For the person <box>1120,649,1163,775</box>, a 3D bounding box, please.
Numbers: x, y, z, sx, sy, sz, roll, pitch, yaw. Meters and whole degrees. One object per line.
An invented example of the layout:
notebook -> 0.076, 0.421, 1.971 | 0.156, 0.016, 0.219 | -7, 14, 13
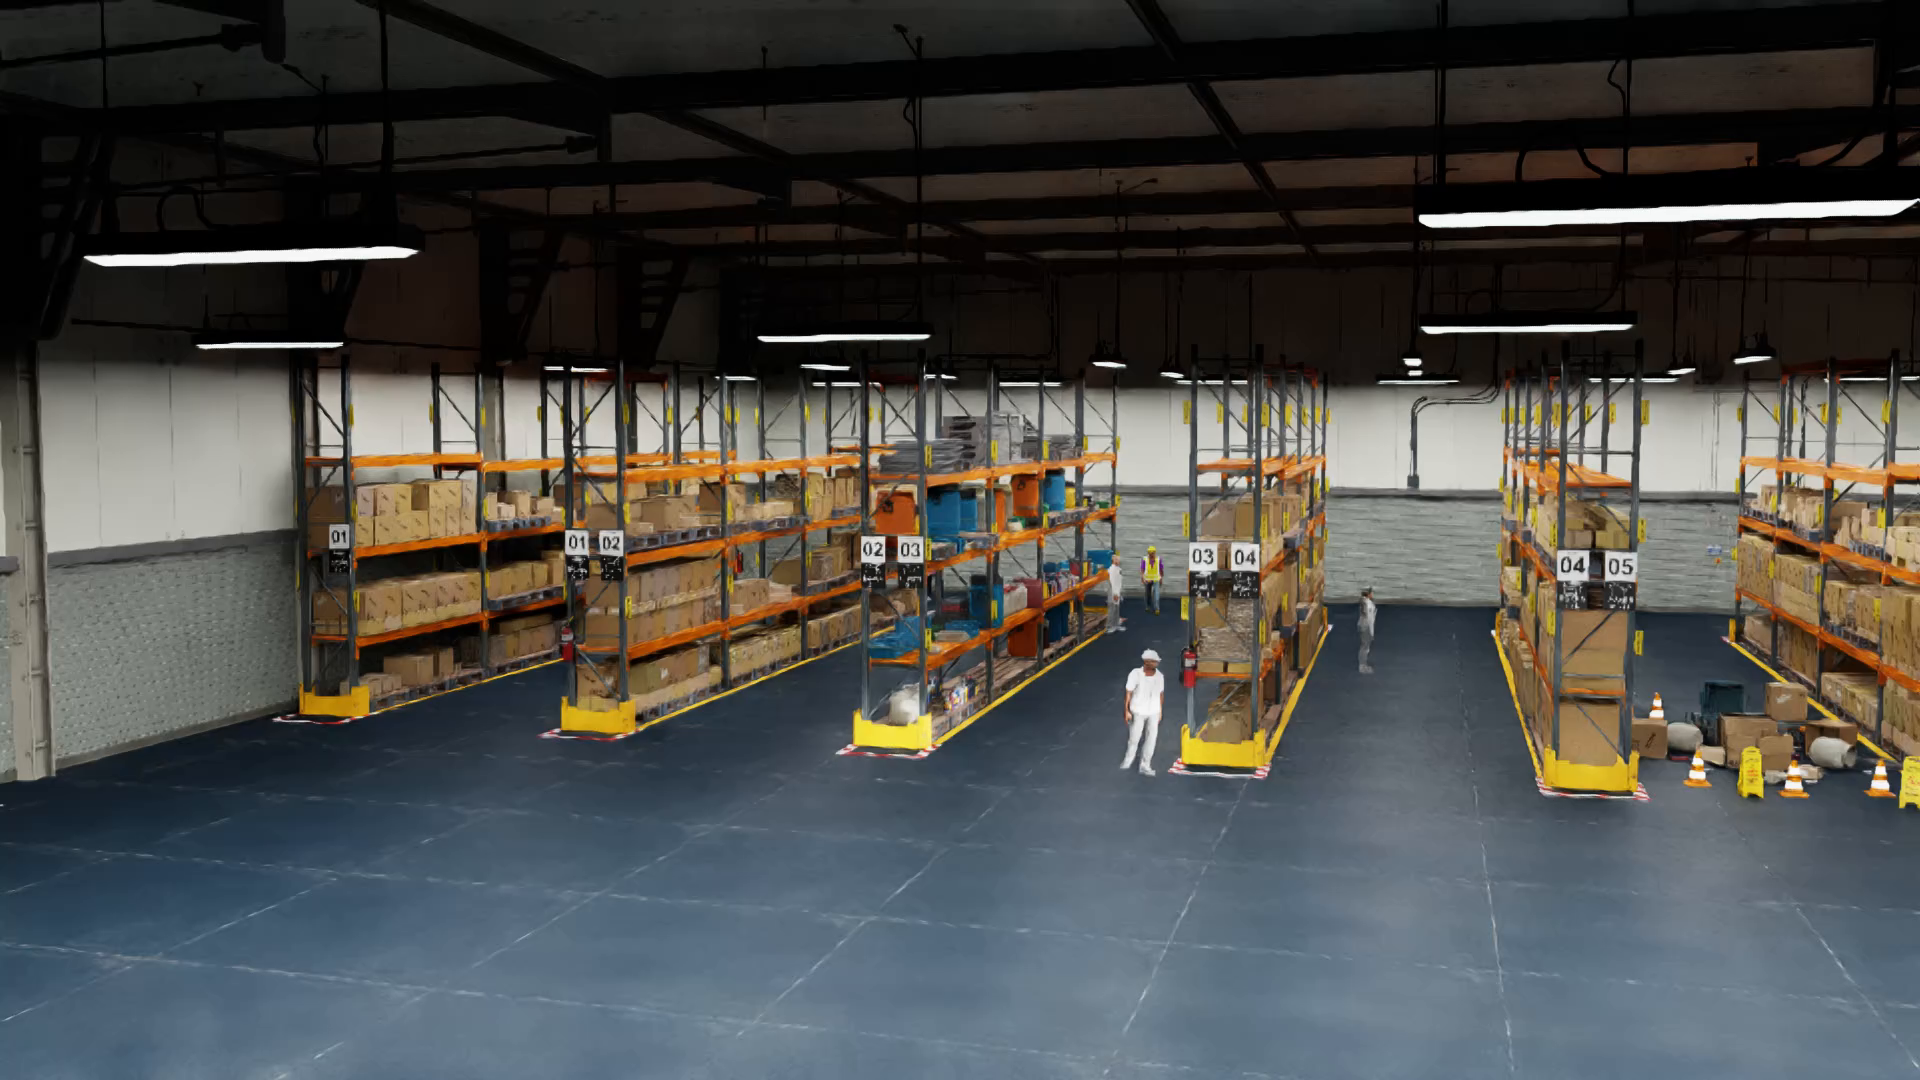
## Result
person -> 2.555, 2.388, 23.273 | 0.609, 1.755, 0.577 | -1, 5, -19

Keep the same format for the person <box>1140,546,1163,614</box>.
person -> 4.823, 0.999, 41.910 | 0.571, 1.708, 1.033 | 1, 4, 7

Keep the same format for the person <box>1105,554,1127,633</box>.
person -> 3.582, 1.218, 38.332 | 0.433, 1.788, 0.709 | 1, 4, 17

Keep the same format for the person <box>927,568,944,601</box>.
person -> -0.684, 0.887, 44.557 | 0.567, 1.533, 0.754 | 0, 4, -5

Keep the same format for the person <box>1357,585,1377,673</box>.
person -> 7.918, 1.720, 32.358 | 0.364, 1.682, 0.582 | 0, 4, -6
